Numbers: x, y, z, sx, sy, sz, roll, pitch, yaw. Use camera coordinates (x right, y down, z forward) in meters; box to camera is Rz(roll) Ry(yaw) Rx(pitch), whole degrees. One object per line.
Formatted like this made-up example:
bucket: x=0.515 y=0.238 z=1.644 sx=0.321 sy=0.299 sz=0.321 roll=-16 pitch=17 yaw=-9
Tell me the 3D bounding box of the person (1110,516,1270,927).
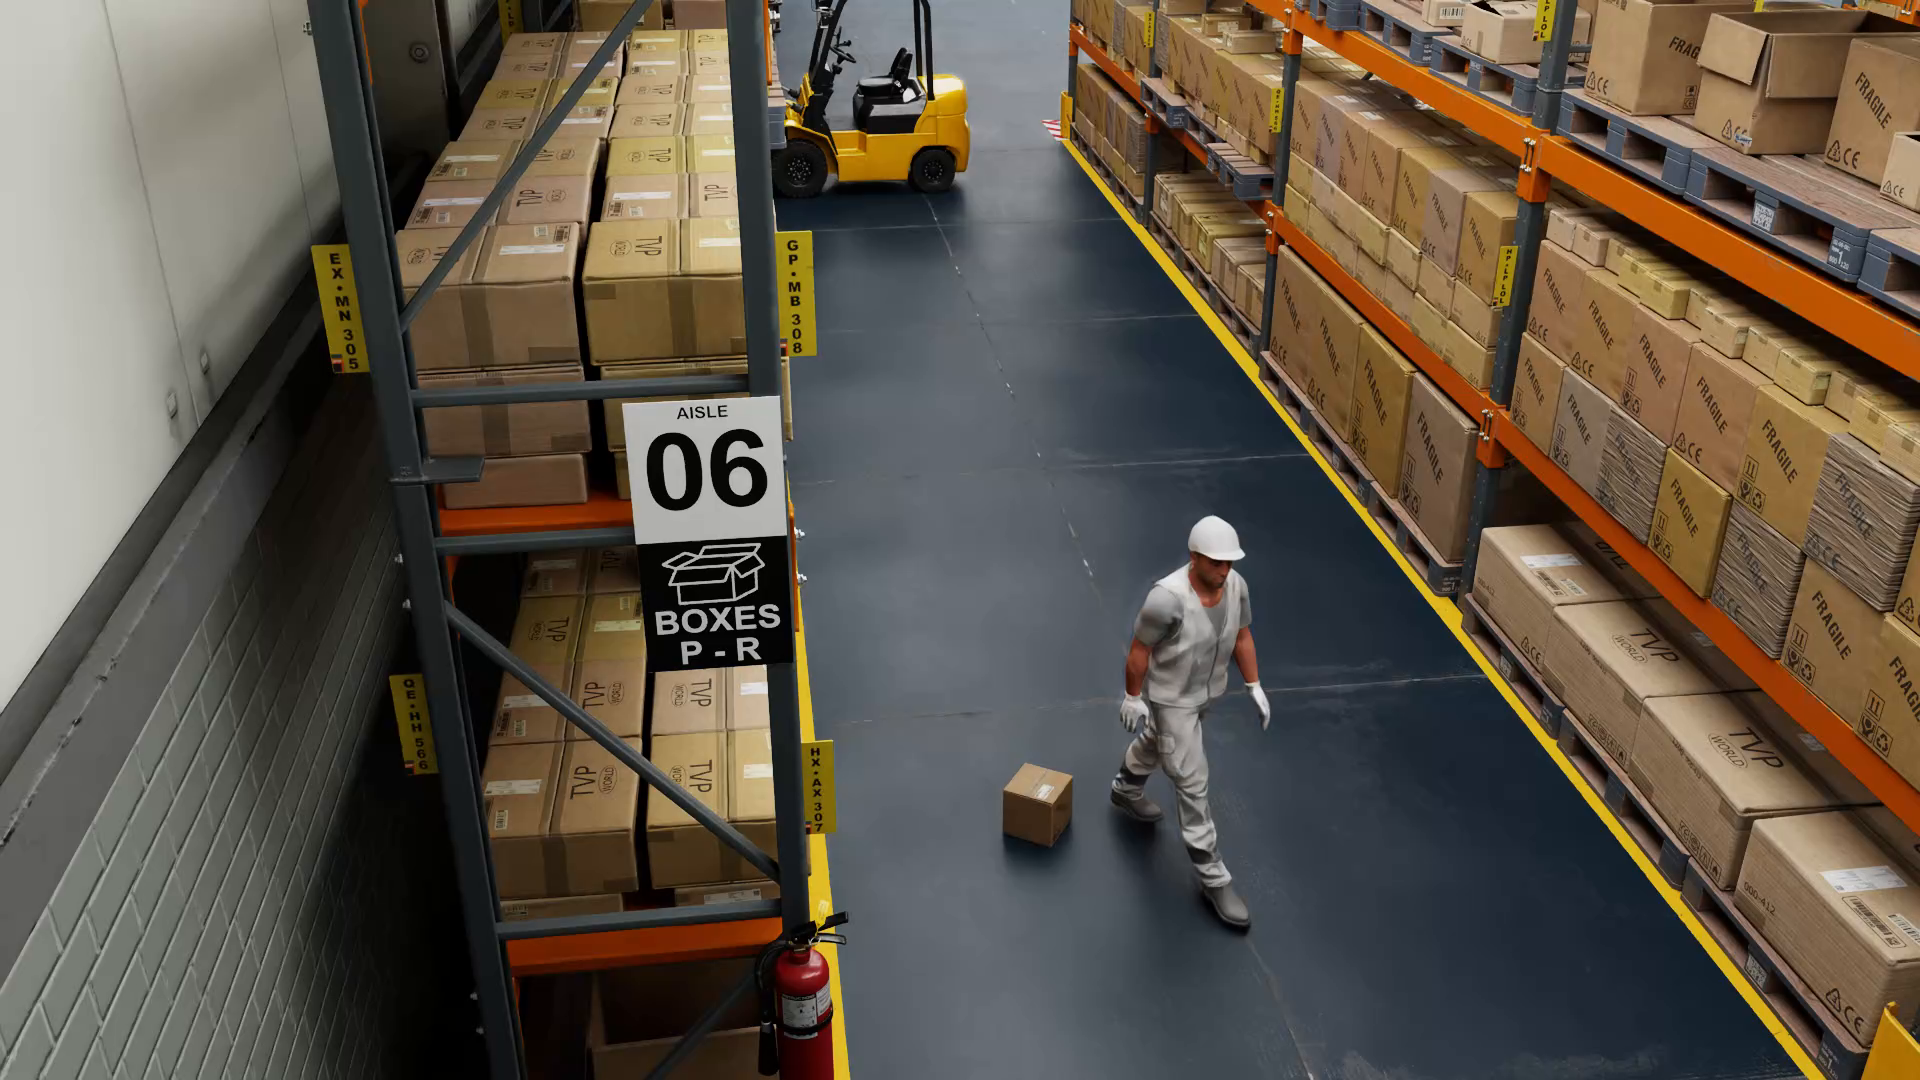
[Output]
person: x=1.025 y=0.680 z=7.235 sx=0.561 sy=1.737 sz=1.033 roll=-20 pitch=33 yaw=-35
